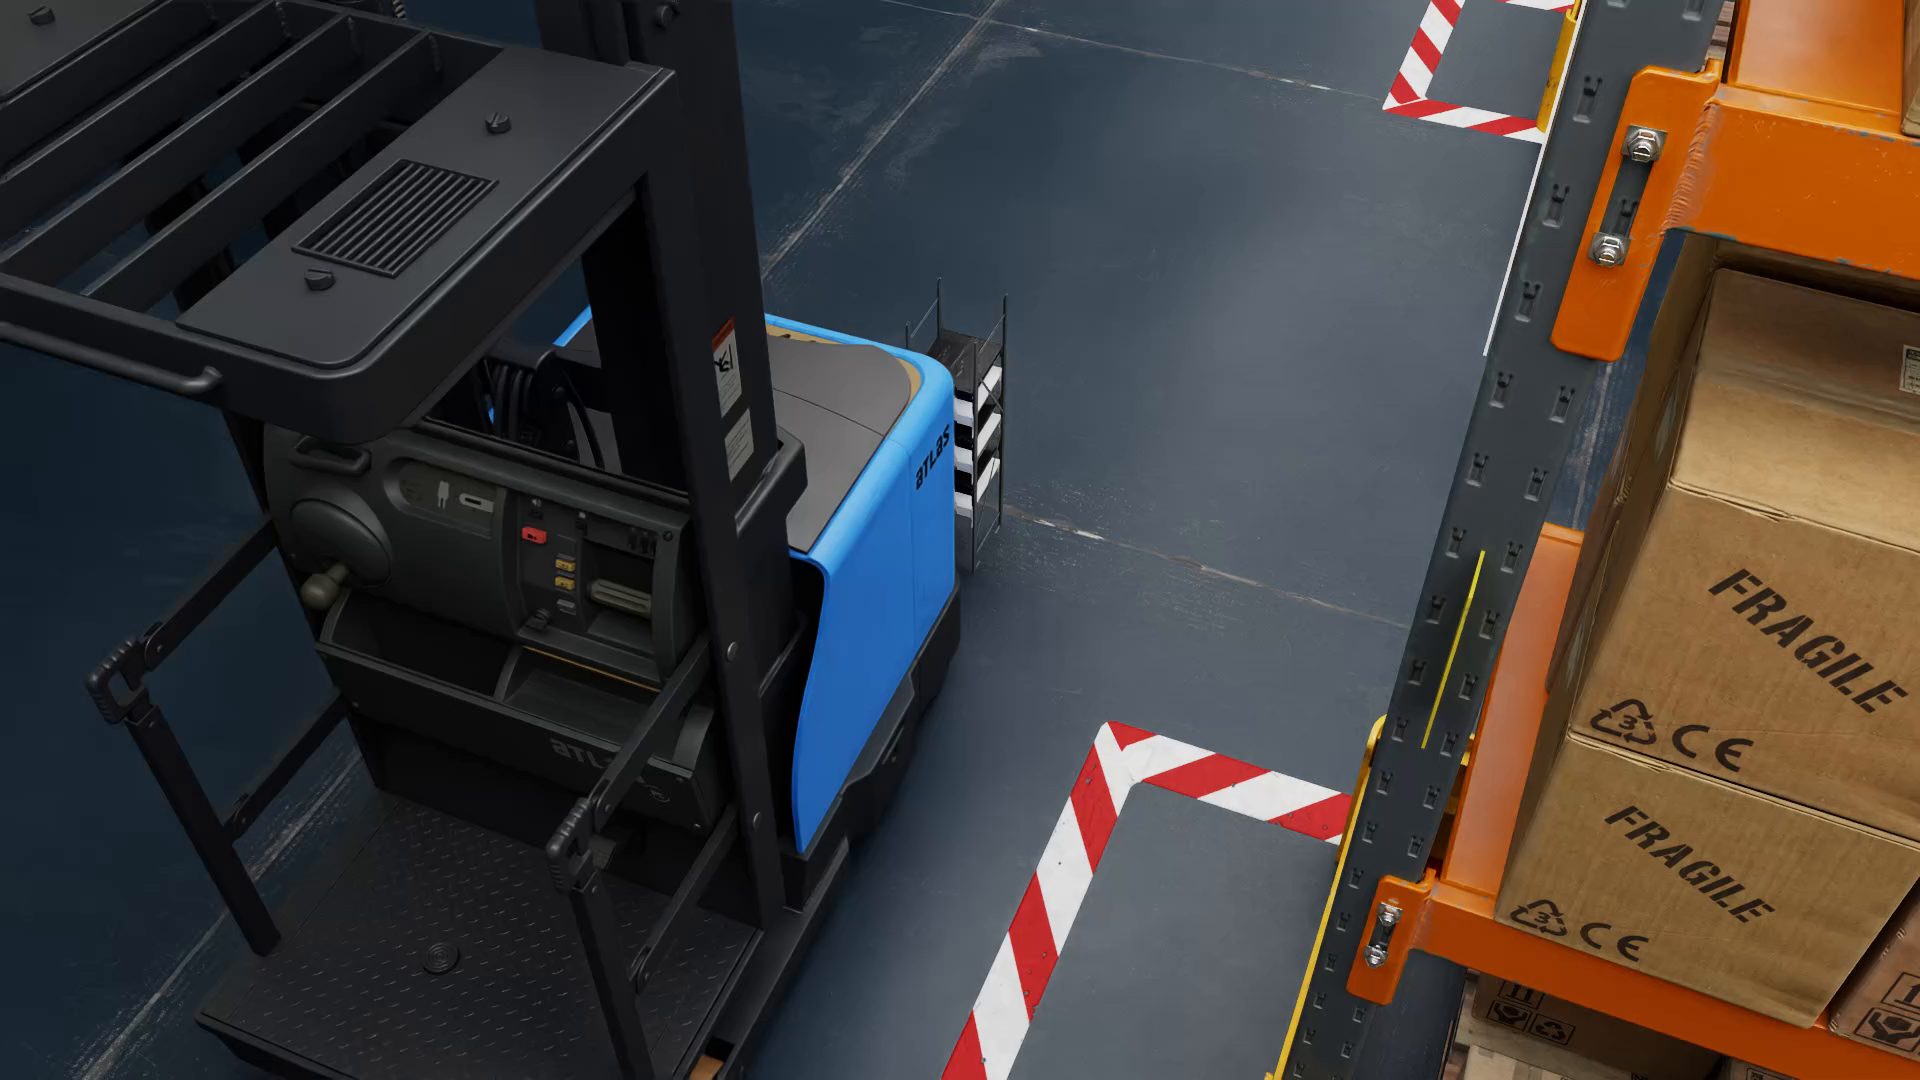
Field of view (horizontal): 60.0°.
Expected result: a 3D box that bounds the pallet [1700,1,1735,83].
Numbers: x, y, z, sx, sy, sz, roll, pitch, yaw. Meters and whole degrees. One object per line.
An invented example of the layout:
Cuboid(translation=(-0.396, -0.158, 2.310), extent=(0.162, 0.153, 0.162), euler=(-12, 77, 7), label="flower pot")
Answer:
Cuboid(translation=(3.561, -1.874, 6.983), extent=(1.213, 0.211, 1.003), euler=(16, 47, 16), label="pallet")

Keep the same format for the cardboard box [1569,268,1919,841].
Cuboid(translation=(1.213, 0.014, 2.329), extent=(0.500, 0.500, 0.500), euler=(18, 48, 17), label="cardboard box")

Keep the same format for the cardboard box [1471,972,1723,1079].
Cuboid(translation=(1.501, 0.830, 3.750), extent=(0.500, 0.500, 0.500), euler=(16, 47, 16), label="cardboard box")

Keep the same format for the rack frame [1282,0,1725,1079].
Cuboid(translation=(0.905, 0.112, 3.011), extent=(0.127, 3.000, 1.000), euler=(16, 47, 16), label="rack frame")

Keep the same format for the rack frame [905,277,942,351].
Cuboid(translation=(-0.101, -0.349, 4.963), extent=(0.006, 0.900, 0.240), euler=(16, 47, 16), label="rack frame")

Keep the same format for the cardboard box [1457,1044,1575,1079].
Cuboid(translation=(1.159, 1.304, 3.522), extent=(0.250, 0.149, 0.380), euler=(16, 47, 16), label="cardboard box")

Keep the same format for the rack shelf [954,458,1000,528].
Cuboid(translation=(-0.007, -0.170, 5.085), extent=(0.200, 0.077, 0.258), euler=(16, 47, 16), label="rack shelf")

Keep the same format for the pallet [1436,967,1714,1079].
Cuboid(translation=(1.711, 1.337, 3.757), extent=(1.213, 0.211, 1.003), euler=(16, 47, 16), label="pallet")

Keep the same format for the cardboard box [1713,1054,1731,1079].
Cuboid(translation=(1.840, 1.116, 3.698), extent=(0.250, 0.166, 0.380), euler=(16, 47, 16), label="cardboard box")

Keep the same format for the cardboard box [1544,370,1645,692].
Cuboid(translation=(1.423, 0.021, 3.031), extent=(0.500, 0.500, 0.500), euler=(18, 48, 17), label="cardboard box")

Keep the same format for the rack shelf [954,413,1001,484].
Cuboid(translation=(-0.007, -0.298, 4.958), extent=(0.200, 0.077, 0.258), euler=(16, 47, 16), label="rack shelf")

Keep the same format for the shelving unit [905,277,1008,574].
Cuboid(translation=(-0.007, -0.321, 4.935), extent=(0.210, 0.900, 0.258), euler=(16, 47, 16), label="shelving unit")

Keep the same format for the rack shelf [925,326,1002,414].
Cuboid(translation=(-0.007, -0.489, 4.768), extent=(0.200, 0.077, 0.258), euler=(16, 47, 16), label="rack shelf")

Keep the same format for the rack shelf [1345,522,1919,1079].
Cuboid(translation=(2.750, 0.910, 2.719), extent=(4.000, 0.370, 1.077), euler=(16, 47, 16), label="rack shelf")

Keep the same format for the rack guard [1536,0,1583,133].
Cuboid(translation=(2.788, -2.223, 7.130), extent=(0.348, 0.500, 1.175), euler=(16, 47, 16), label="rack guard")

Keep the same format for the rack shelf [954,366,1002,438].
Cuboid(translation=(-0.007, -0.425, 4.831), extent=(0.200, 0.077, 0.258), euler=(16, 47, 16), label="rack shelf")

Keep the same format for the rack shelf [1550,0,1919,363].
Cuboid(translation=(2.750, -0.153, 1.661), extent=(4.000, 0.370, 1.077), euler=(16, 47, 16), label="rack shelf")

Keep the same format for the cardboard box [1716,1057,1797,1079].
Cuboid(translation=(1.759, 1.399, 3.355), extent=(0.500, 0.250, 0.500), euler=(16, 47, 16), label="cardboard box")

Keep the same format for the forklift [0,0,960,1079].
Cuboid(translation=(-1.027, 0.104, 3.067), extent=(1.130, 2.935, 3.031), euler=(16, 47, 16), label="forklift")

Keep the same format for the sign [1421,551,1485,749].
Cuboid(translation=(0.696, 0.159, 2.350), extent=(0.005, 0.325, 0.100), euler=(16, 47, 16), label="sign")

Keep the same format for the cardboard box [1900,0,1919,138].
Cuboid(translation=(1.281, -0.593, 1.699), extent=(0.500, 0.250, 0.500), euler=(16, 47, 16), label="cardboard box")

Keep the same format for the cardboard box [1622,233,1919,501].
Cuboid(translation=(1.421, -0.336, 2.681), extent=(0.500, 0.500, 0.500), euler=(16, 47, 15), label="cardboard box")

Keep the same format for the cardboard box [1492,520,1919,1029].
Cuboid(translation=(1.213, 0.369, 2.682), extent=(0.500, 0.500, 0.500), euler=(17, 47, 17), label="cardboard box")

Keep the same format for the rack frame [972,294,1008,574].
Cuboid(translation=(0.086, -0.294, 4.907), extent=(0.006, 0.900, 0.240), euler=(16, 47, 16), label="rack frame")

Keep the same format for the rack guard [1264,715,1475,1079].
Cuboid(translation=(0.975, 1.019, 3.872), extent=(0.348, 0.500, 1.175), euler=(16, 47, 16), label="rack guard")

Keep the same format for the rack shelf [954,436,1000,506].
Cuboid(translation=(-0.007, -0.234, 5.022), extent=(0.200, 0.077, 0.258), euler=(16, 47, 16), label="rack shelf")

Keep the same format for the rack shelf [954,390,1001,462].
Cuboid(translation=(-0.007, -0.361, 4.895), extent=(0.200, 0.077, 0.258), euler=(16, 47, 16), label="rack shelf")

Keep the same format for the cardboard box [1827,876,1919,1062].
Cuboid(translation=(1.691, 0.505, 2.544), extent=(0.500, 0.500, 0.500), euler=(16, 47, 15), label="cardboard box")

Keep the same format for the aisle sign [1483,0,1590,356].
Cuboid(translation=(0.729, -0.637, 1.920), extent=(0.004, 0.787, 0.394), euler=(16, 47, 16), label="aisle sign")
